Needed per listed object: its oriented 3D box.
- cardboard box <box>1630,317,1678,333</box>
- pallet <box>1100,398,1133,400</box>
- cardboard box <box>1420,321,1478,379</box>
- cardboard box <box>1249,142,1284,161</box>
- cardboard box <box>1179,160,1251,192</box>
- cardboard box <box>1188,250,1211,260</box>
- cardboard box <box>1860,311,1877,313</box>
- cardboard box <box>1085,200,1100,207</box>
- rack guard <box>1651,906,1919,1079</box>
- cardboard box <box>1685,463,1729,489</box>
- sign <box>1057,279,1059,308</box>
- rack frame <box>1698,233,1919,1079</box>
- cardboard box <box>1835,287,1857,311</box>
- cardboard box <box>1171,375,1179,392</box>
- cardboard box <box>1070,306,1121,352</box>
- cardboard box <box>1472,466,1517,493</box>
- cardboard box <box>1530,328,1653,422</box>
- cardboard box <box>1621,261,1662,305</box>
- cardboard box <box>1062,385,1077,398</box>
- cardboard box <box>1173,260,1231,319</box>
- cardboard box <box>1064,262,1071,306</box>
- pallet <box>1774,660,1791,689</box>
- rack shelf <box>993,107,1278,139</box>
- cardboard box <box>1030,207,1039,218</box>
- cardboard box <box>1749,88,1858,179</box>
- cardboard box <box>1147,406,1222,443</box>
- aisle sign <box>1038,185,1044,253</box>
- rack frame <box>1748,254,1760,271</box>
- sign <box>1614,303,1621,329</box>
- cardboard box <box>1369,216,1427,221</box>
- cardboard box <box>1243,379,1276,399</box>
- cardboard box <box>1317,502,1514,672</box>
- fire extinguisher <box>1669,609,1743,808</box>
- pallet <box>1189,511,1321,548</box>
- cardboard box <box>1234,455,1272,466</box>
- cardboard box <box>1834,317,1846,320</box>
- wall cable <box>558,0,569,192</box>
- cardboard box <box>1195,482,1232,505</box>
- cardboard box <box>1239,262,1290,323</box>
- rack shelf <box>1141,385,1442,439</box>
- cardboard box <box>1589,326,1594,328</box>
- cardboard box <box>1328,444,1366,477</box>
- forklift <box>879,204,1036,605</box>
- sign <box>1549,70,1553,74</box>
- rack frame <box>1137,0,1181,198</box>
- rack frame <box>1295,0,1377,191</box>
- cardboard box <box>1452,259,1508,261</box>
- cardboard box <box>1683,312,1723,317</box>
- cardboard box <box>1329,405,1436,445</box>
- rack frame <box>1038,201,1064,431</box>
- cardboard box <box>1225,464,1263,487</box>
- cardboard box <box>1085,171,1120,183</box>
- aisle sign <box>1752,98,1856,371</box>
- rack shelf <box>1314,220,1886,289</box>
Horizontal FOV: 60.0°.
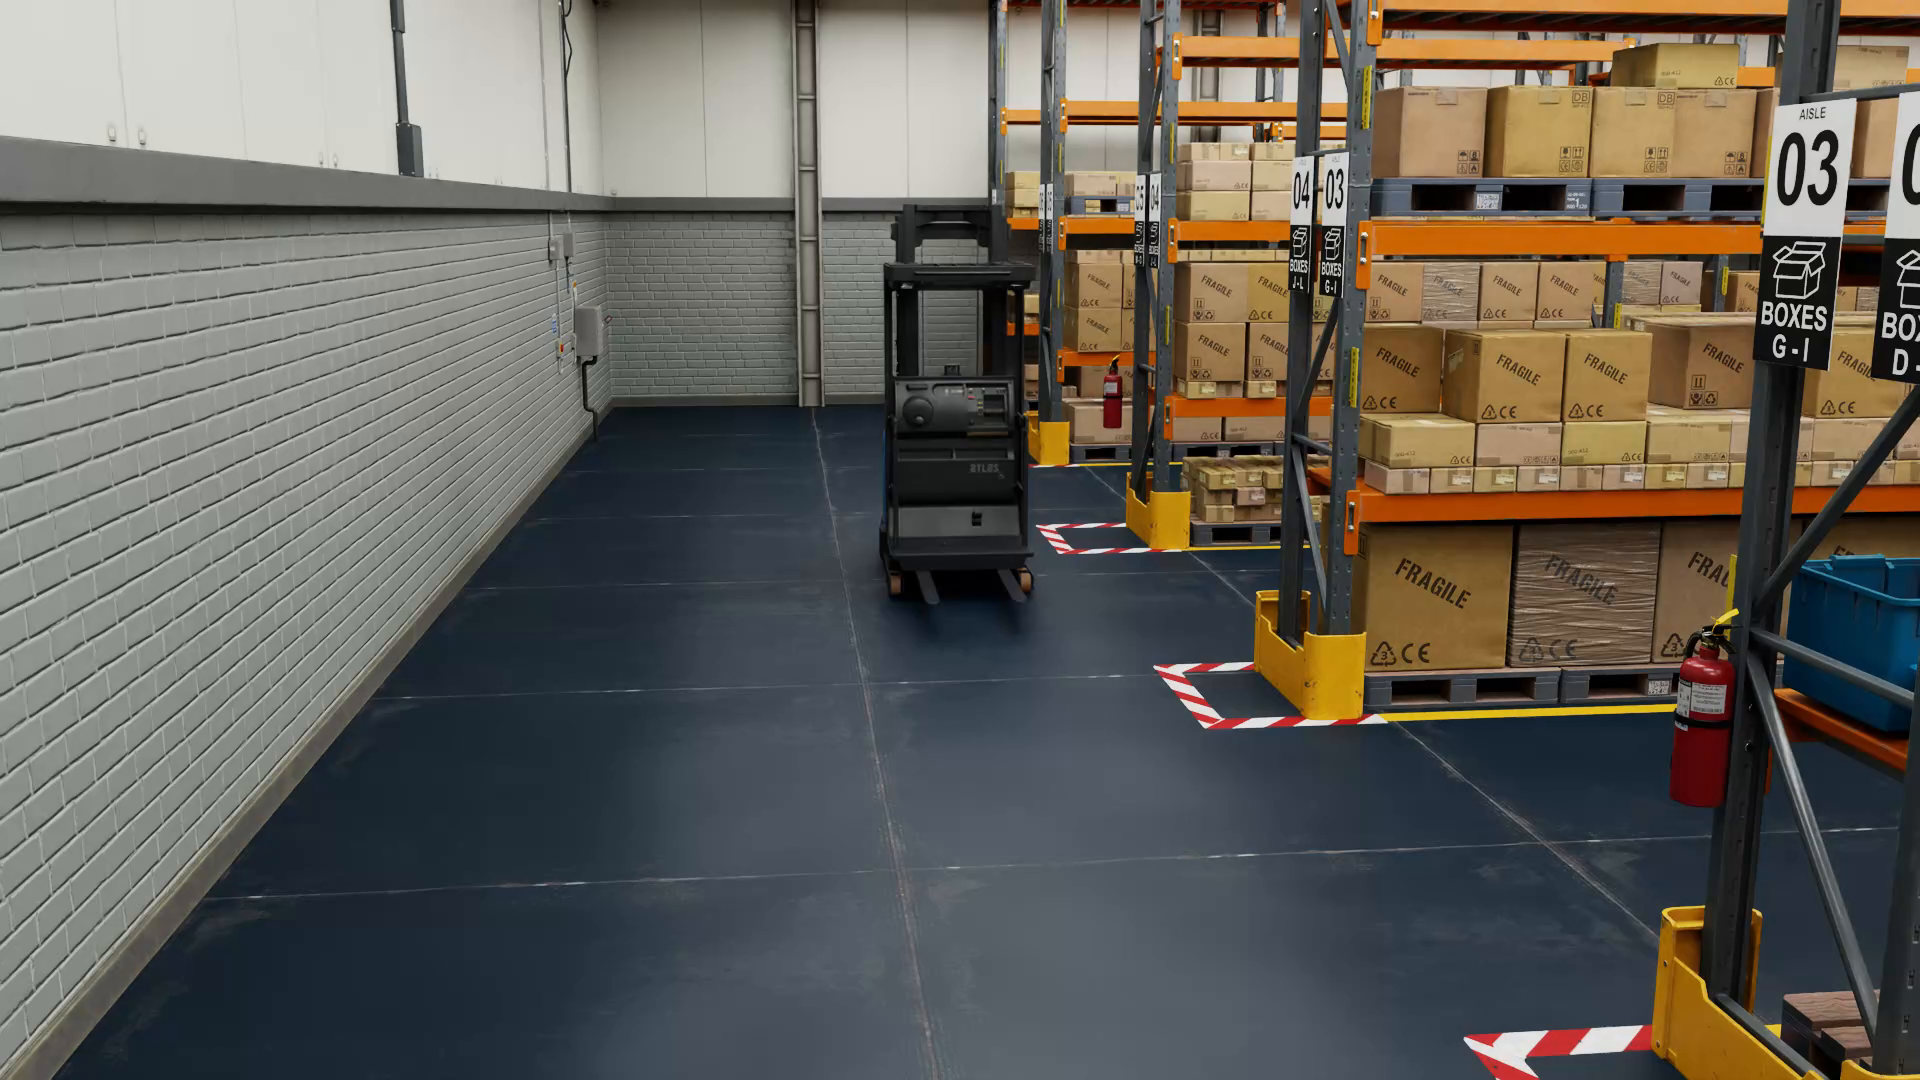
[{"bbox_3d":[6.116,-1.878,14.666,0.250,0.149,0.380,-1,11,-3],"label":"cardboard box"},{"bbox_3d":[2.602,-2.074,24.871,1.213,0.211,1.003,-1,11,-6],"label":"pallet"},{"bbox_3d":[4.214,-1.693,14.676,0.500,0.500,0.500,-1,11,-6],"label":"cardboard box"},{"bbox_3d":[2.578,-3.296,14.140,0.250,0.149,0.380,-1,11,-6],"label":"cardboard box"},{"bbox_3d":[2.173,-3.103,14.193,0.500,0.250,0.500,-1,11,-5],"label":"cardboard box"},{"bbox_3d":[2.738,-3.284,19.262,0.250,0.149,0.380,-1,11,-6],"label":"cardboard box"},{"bbox_3d":[8.660,-2.059,15.584,0.250,0.149,0.380,-1,11,-6],"label":"cardboard box"},{"bbox_3d":[2.007,-4.923,23.975,0.500,0.250,0.500,-2,11,-8],"label":"cardboard box"},{"bbox_3d":[2.646,1.633,5.268,0.348,0.500,1.175,-1,11,-6],"label":"rack guard"},{"bbox_3d":[4.312,-0.406,9.807,0.250,0.149,0.380,-1,11,-5],"label":"cardboard box"},{"bbox_3d":[1.117,-2.804,18.907,0.005,0.325,0.100,-1,11,-6],"label":"sign"},{"bbox_3d":[2.668,0.403,5.042,0.127,3.000,1.000,-1,11,-6],"label":"rack frame"},{"bbox_3d":[10.533,-3.005,20.256,0.500,0.500,0.500,-1,11,-5],"label":"cardboard box"},{"bbox_3d":[1.992,-1.438,15.057,0.250,0.149,0.380,-1,11,-6],"label":"cardboard box"},{"bbox_3d":[1.572,-2.451,19.302,0.500,0.500,0.500,-1,11,-7],"label":"cardboard box"},{"bbox_3d":[3.032,-0.379,9.669,0.250,0.149,0.380,-1,11,-7],"label":"cardboard box"},{"bbox_3d":[3.651,-0.968,9.688,0.500,0.500,0.500,-2,11,-8],"label":"cardboard box"},{"bbox_3d":[8.022,-3.080,19.910,0.500,0.500,0.500,-1,11,-5],"label":"cardboard box"},{"bbox_3d":[1.568,-2.202,24.596,0.250,0.149,0.380,-2,11,-8],"label":"cardboard box"},{"bbox_3d":[2.126,-2.243,14.879,0.500,0.500,0.500,-1,11,-7],"label":"cardboard box"},{"bbox_3d":[1.517,-3.043,19.718,0.500,0.500,0.500,-1,11,-4],"label":"cardboard box"},{"bbox_3d":[5.346,0.739,10.562,1.213,0.211,1.003,-1,11,-6],"label":"pallet"},{"bbox_3d":[2.512,-6.030,24.085,4.000,0.370,1.077,-1,11,-6],"label":"rack shelf"},{"bbox_3d":[1.123,-4.720,23.977,0.250,0.149,0.380,-1,11,-5],"label":"cardboard box"},{"bbox_3d":[4.803,-2.368,9.754,0.500,0.500,0.700,-1,11,-3],"label":"cardboard box"},{"bbox_3d":[2.618,-1.450,20.020,0.875,0.438,0.875,-1,11,-5],"label":"cardboard box"},{"bbox_3d":[0.958,-3.781,19.584,0.004,0.787,0.394,-1,11,-6],"label":"aisle sign"},{"bbox_3d":[12.453,-3.649,25.654,0.127,3.000,1.000,-1,11,-6],"label":"rack frame"},{"bbox_3d":[5.741,-1.904,14.534,0.005,0.325,0.100,-1,11,-6],"label":"sign"},{"bbox_3d":[3.721,-2.891,14.409,0.500,0.250,0.500,-1,11,-6],"label":"cardboard box"},{"bbox_3d":[2.578,-1.329,14.505,0.250,0.149,0.380,-2,11,-8],"label":"cardboard box"},{"bbox_3d":[2.761,0.261,10.184,0.875,0.875,0.875,-1,11,-6],"label":"cardboard box"},{"bbox_3d":[2.469,0.540,5.513,0.183,0.674,0.296,-1,11,-6],"label":"fire extinguisher"},{"bbox_3d":[2.585,-0.144,15.051,1.213,0.211,1.003,-1,11,-6],"label":"pallet"},{"bbox_3d":[2.697,-0.683,15.325,0.250,0.149,0.380,-1,11,-7],"label":"cardboard box"},{"bbox_3d":[7.669,-1.912,14.836,0.250,0.149,0.380,-1,11,-4],"label":"cardboard box"},{"bbox_3d":[-4.640,-5.363,18.818,0.029,3.000,2.355,-1,11,-6],"label":"wall cable"},{"bbox_3d":[2.247,-0.415,14.733,0.250,0.149,0.380,-1,11,-4],"label":"cardboard box"},{"bbox_3d":[2.674,-2.156,14.436,0.500,0.500,0.500,-1,11,-4],"label":"cardboard box"},{"bbox_3d":[3.687,-1.189,15.004,4.000,0.370,1.077,-1,11,-6],"label":"rack shelf"},{"bbox_3d":[7.533,-2.459,19.989,0.500,0.250,0.500,-1,11,-7],"label":"cardboard box"},{"bbox_3d":[2.452,-0.494,10.257,0.250,0.149,0.380,-1,11,-5],"label":"cardboard box"},{"bbox_3d":[-0.022,-1.076,12.744,1.130,2.935,3.031,-1,11,-5],"label":"forklift"},{"bbox_3d":[8.545,-6.903,24.025,0.005,0.325,0.100,-1,11,-6],"label":"sign"},{"bbox_3d":[1.698,-4.444,14.144,0.127,3.000,1.000,-1,11,-6],"label":"rack frame"},{"bbox_3d":[2.134,-3.490,9.295,0.127,3.000,1.000,-1,11,-6],"label":"rack frame"},{"bbox_3d":[4.686,-2.293,15.132,0.500,0.500,0.500,-2,11,-8],"label":"cardboard box"},{"bbox_3d":[6.838,-2.020,15.388,0.250,0.149,0.380,-1,11,-6],"label":"cardboard box"},{"bbox_3d":[2.587,-0.680,10.169,0.500,0.250,0.500,-1,11,-7],"label":"cardboard box"},{"bbox_3d":[1.063,-2.447,19.540,0.127,3.000,1.000,-1,11,-6],"label":"rack frame"},{"bbox_3d":[2.517,-0.574,14.770,0.250,0.149,0.380,-1,11,-5],"label":"cardboard box"},{"bbox_3d":[1.997,-5.170,23.934,0.500,0.250,0.500,-1,11,-7],"label":"cardboard box"},{"bbox_3d":[2.565,-0.927,5.069,0.004,0.787,0.394,-1,11,-6],"label":"aisle sign"},{"bbox_3d":[4.122,-1.707,9.865,4.000,0.370,1.077,-1,11,-6],"label":"rack shelf"}]
